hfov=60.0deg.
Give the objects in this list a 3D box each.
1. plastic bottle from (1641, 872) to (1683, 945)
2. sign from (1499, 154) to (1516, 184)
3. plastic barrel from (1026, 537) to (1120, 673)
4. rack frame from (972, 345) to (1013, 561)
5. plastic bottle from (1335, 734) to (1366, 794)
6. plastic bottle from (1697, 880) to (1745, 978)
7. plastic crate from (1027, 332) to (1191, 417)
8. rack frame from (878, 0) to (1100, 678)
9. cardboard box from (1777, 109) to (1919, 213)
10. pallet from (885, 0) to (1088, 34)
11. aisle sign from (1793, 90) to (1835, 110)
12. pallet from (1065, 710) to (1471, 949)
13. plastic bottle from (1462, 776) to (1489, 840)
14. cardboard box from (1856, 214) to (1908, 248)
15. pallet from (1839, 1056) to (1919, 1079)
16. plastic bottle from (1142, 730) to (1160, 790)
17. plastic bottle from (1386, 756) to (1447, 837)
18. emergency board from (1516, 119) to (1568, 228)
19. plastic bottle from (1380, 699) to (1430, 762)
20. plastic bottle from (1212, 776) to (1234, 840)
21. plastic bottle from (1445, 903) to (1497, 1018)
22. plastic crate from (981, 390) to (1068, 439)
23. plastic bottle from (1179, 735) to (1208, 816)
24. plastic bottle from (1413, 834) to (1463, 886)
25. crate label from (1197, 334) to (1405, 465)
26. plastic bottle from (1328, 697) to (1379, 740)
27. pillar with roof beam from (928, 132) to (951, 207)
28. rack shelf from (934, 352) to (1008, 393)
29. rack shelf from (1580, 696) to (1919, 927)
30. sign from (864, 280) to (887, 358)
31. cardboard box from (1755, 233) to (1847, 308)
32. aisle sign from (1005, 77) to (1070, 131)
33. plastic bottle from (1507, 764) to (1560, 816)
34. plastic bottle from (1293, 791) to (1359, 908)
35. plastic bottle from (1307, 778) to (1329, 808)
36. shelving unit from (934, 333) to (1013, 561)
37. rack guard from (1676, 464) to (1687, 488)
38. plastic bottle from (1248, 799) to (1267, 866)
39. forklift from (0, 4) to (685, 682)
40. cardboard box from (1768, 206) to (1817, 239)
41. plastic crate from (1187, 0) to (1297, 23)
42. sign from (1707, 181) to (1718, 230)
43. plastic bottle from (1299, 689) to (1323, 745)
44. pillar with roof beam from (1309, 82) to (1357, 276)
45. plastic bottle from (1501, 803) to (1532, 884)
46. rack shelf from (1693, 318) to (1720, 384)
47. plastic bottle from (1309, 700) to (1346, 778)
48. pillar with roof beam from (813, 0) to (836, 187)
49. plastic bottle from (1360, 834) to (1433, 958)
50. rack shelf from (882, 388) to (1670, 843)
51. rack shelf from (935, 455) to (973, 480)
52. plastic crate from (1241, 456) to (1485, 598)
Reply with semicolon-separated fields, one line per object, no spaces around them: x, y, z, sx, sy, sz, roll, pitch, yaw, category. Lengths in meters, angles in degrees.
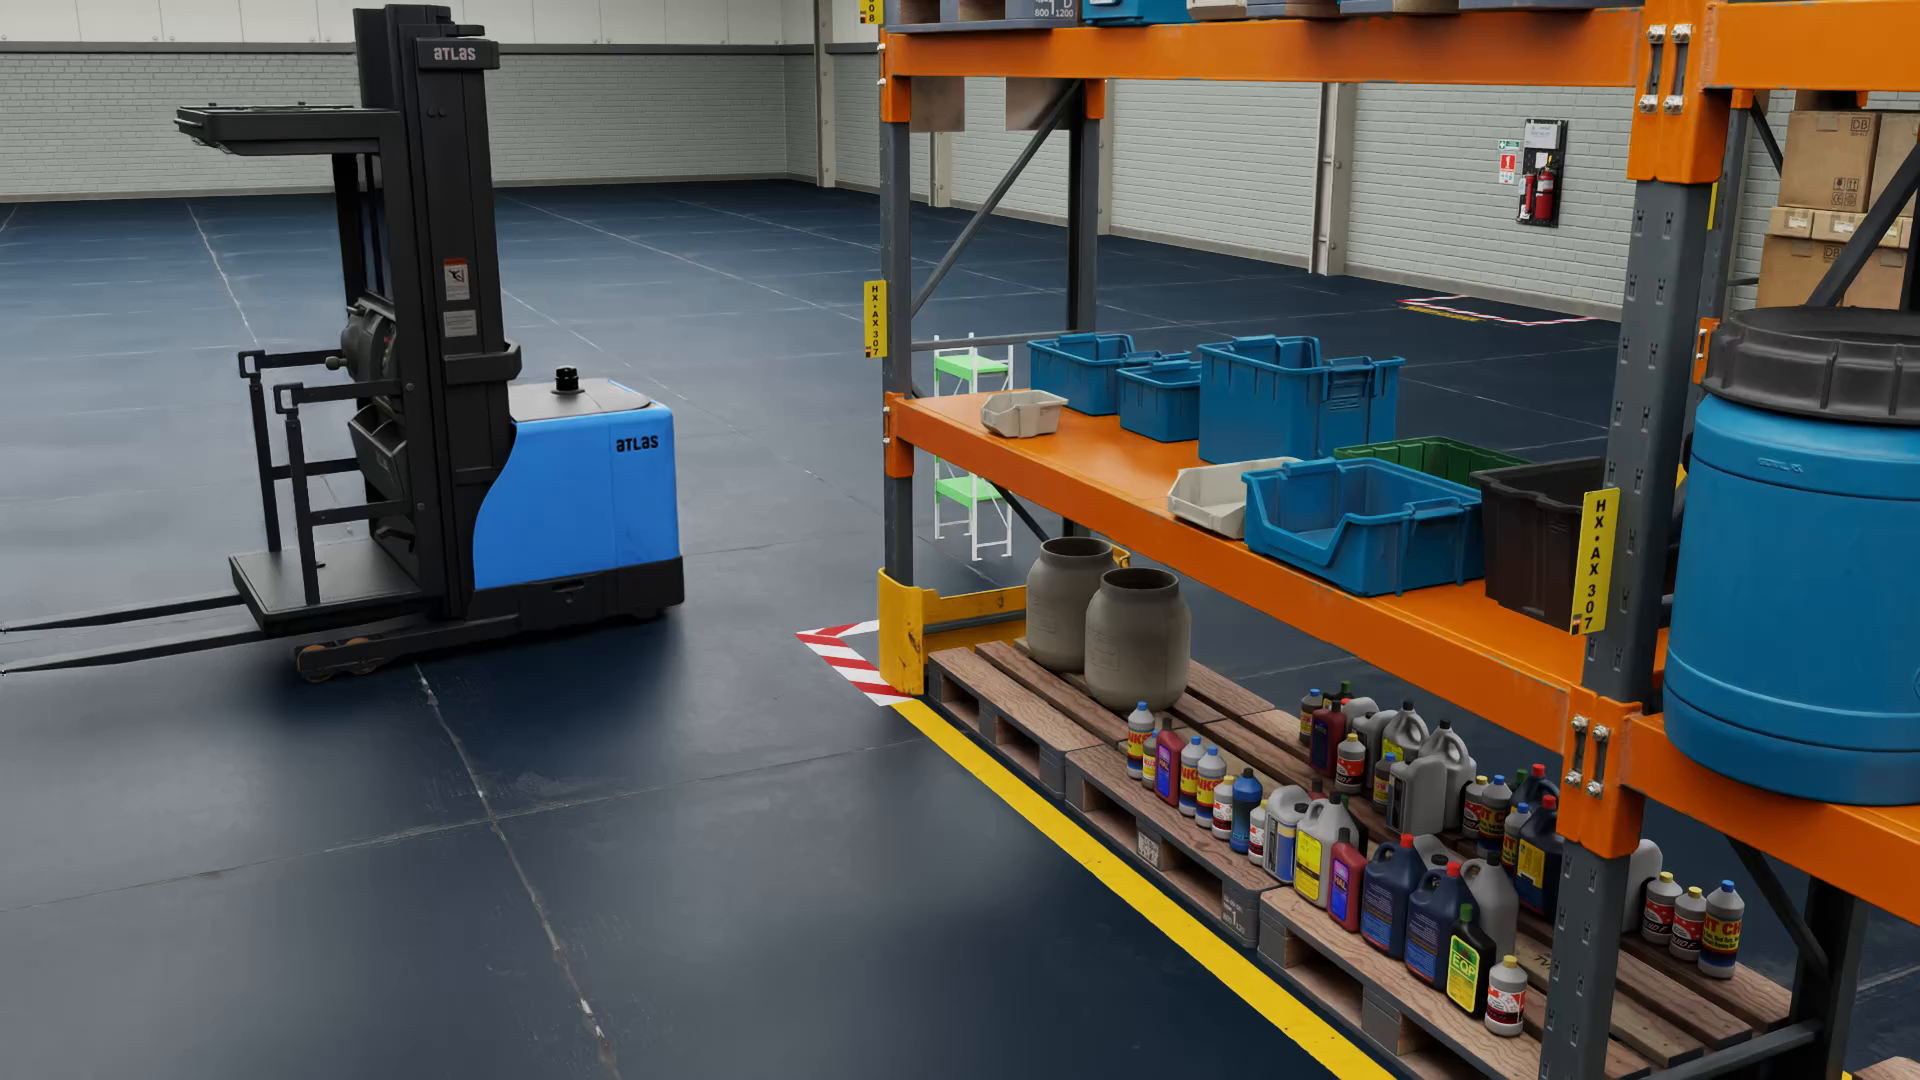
2.054;1.069;4.862;0.097;0.201;0.097;0;16;0;plastic bottle
6.300;-4.274;19.140;0.001;0.329;0.234;-8;18;-25;sign
0.494;0.274;7.106;0.421;0.512;0.421;0;16;0;plastic barrel
0.179;-0.475;9.231;0.240;1.200;0.015;-8;18;-25;rack frame
1.378;0.782;5.862;0.097;0.201;0.097;0;16;0;plastic bottle
2.143;1.086;4.676;0.097;0.271;0.097;0;16;0;plastic bottle
0.625;-0.714;7.071;0.499;0.251;0.616;-8;18;-25;plastic crate
0.137;-0.874;7.357;1.000;3.000;0.127;-8;18;-25;rack frame
4.807;-2.013;8.792;0.700;0.500;0.500;-8;18;-25;cardboard box
0.411;-2.008;6.213;1.003;0.211;1.213;-8;18;-25;pallet
4.826;-2.773;9.262;0.394;0.787;0.004;-8;18;-25;aisle sign
1.094;0.984;5.939;1.003;0.211;1.213;-8;18;-25;pallet
1.723;0.882;5.516;0.097;0.201;0.097;0;16;0;plastic bottle
4.795;-1.581;8.464;0.380;0.149;0.250;-8;18;-25;cardboard box
2.268;1.649;3.623;1.003;0.211;1.213;-8;18;-25;pallet
0.696;0.773;5.895;0.097;0.201;0.097;0;16;0;plastic bottle
1.517;0.838;5.534;0.152;0.276;0.135;-8;18;-25;plastic bottle
6.450;-4.107;18.624;0.194;1.169;0.643;-8;18;-25;emergency board
1.558;0.731;5.769;0.144;0.351;0.185;-7;17;-23;plastic bottle
0.888;0.882;5.516;0.097;0.201;0.097;0;16;0;plastic bottle
1.382;1.133;4.492;0.061;0.283;0.133;-7;17;-22;plastic bottle
0.239;-0.486;6.485;0.298;0.136;0.250;-8;18;-25;plastic crate
0.801;0.798;5.679;0.097;0.271;0.097;0;16;0;plastic bottle
1.386;1.019;4.901;0.152;0.276;0.135;-8;18;-25;plastic bottle
1.186;-0.467;5.876;0.502;0.435;0.616;-8;18;-25;crate label
1.421;0.692;6.041;0.152;0.276;0.135;-8;18;-24;plastic bottle
-4.257;-10.316;29.385;9.100;9.000;0.400;-8;18;-25;pillar with roof beam
0.073;-0.936;9.327;0.258;0.148;0.480;-8;18;-25;rack shelf
2.765;0.960;2.272;1.077;0.370;4.000;-8;18;-25;rack shelf
-0.360;-0.941;7.091;0.100;0.325;0.005;-8;18;-25;sign
4.784;-1.402;9.017;0.700;0.500;0.500;-8;18;-25;cardboard box
0.372;-2.177;7.186;0.394;0.787;0.004;-8;18;-25;aisle sign
1.826;0.883;5.241;0.144;0.351;0.185;-8;18;-27;plastic bottle
1.122;0.927;5.086;0.144;0.351;0.185;-8;18;-25;plastic bottle
1.150;0.906;5.282;0.061;0.283;0.133;-8;18;-25;plastic bottle
0.073;-0.536;9.442;0.258;1.200;0.503;-8;18;-25;shelving unit
4.580;-0.276;9.805;1.175;0.500;0.348;-8;18;-25;rack guard
0.978;0.932;5.339;0.097;0.201;0.097;0;16;0;plastic bottle
-2.925;-0.932;7.686;3.031;2.935;1.130;-9;18;-30;forklift
4.569;-1.708;8.907;0.380;0.149;0.250;-8;18;-25;cardboard box
0.822;-1.546;4.740;0.243;0.136;0.396;-8;18;-25;plastic crate
4.089;-1.860;9.081;0.100;0.325;0.005;-8;18;-25;sign
1.335;0.662;6.280;0.097;0.201;0.097;0;16;0;plastic bottle
1.000;-7.341;19.017;9.100;9.000;0.400;-8;18;-25;pillar with roof beam
1.736;0.946;5.163;0.097;0.271;0.097;0;16;0;plastic bottle
5.467;-0.630;7.811;1.077;0.370;4.000;-8;18;-25;rack shelf
1.326;0.702;5.994;0.061;0.283;0.133;-8;18;-25;plastic bottle
-6.886;-11.804;34.570;9.100;9.000;0.400;-8;18;-25;pillar with roof beam
1.264;1.008;4.806;0.144;0.351;0.185;-9;18;-28;plastic bottle
1.013;-0.032;5.728;1.077;0.370;4.000;-8;18;-25;rack shelf
0.073;-0.474;9.460;0.258;0.148;0.480;-8;18;-25;rack shelf
1.160;-0.052;4.763;0.499;0.251;0.616;-8;18;-25;plastic crate
